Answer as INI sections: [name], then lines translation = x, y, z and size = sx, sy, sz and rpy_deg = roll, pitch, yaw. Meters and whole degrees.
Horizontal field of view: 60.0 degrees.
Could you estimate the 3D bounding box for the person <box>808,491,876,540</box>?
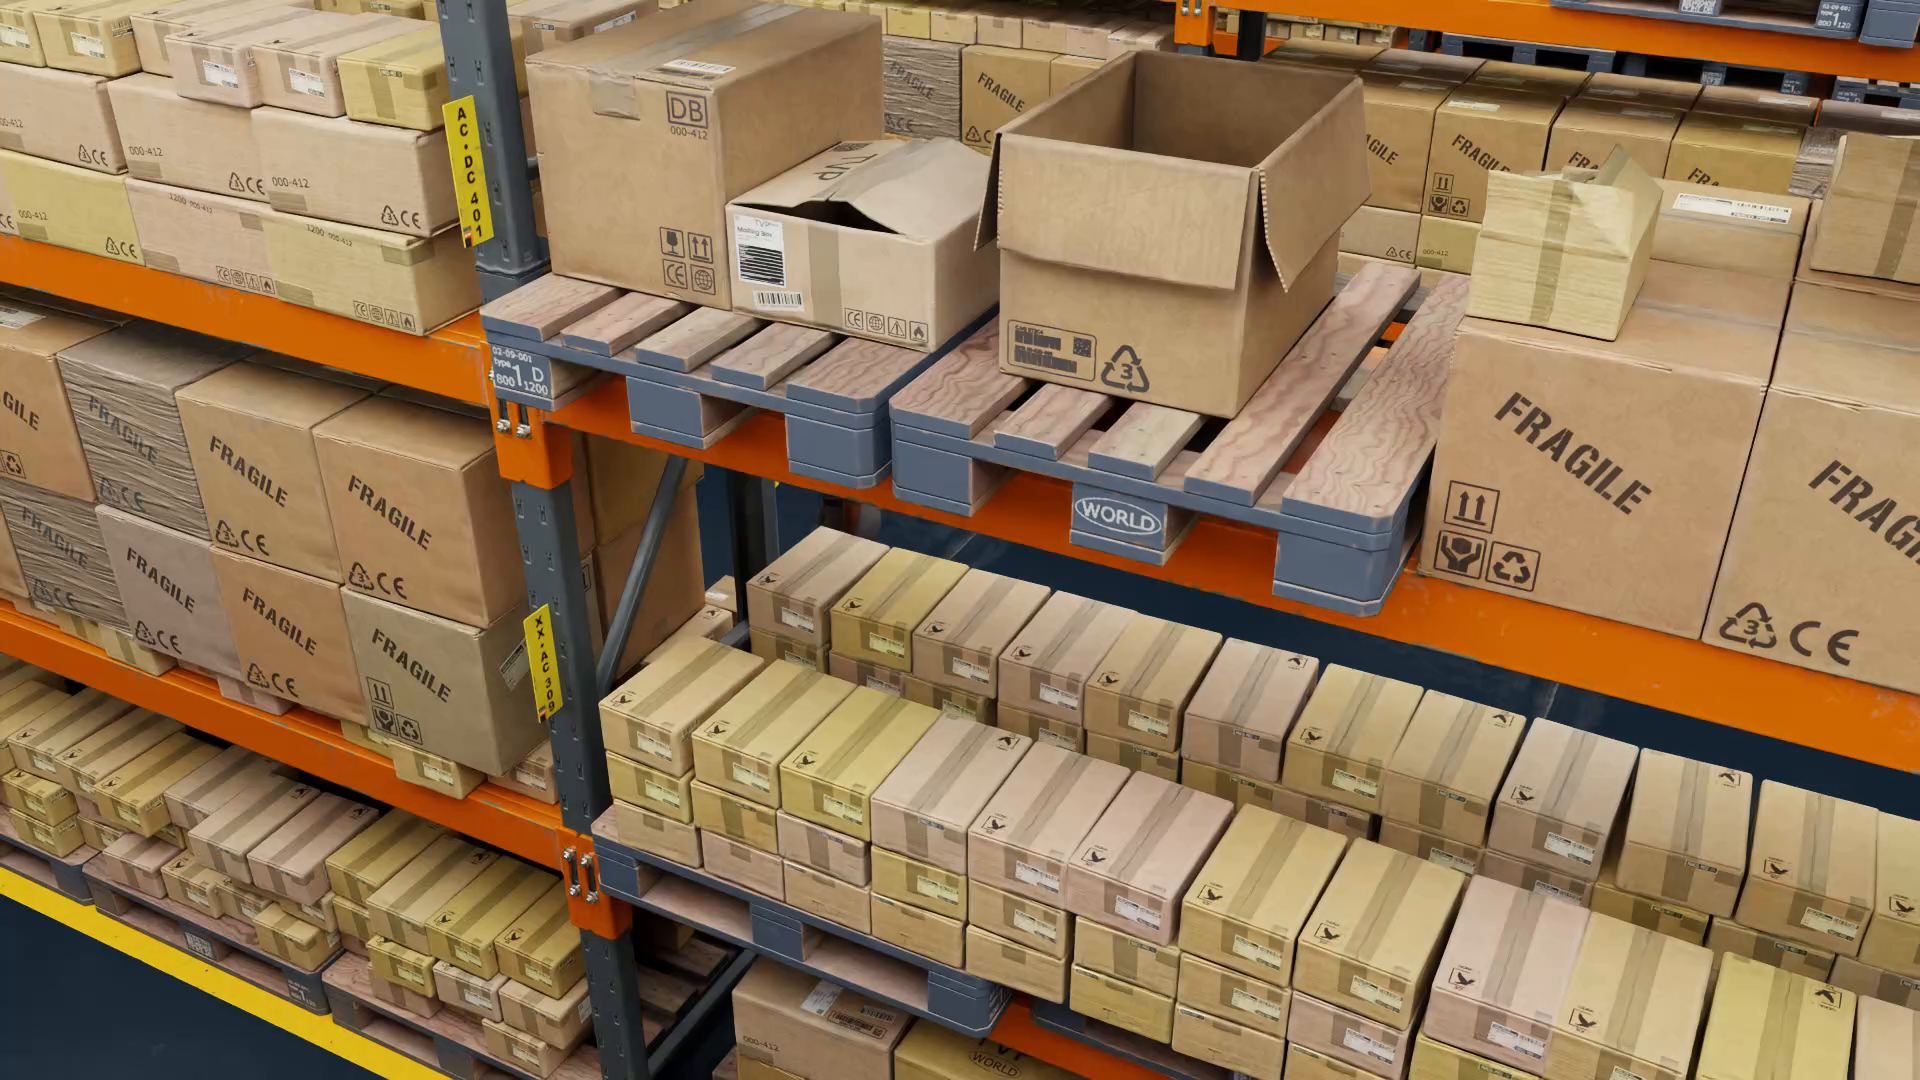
[person]
translation = -0.541, -0.104, 7.277
size = 0.365, 1.653, 0.506
rpy_deg = 2, 30, 3
